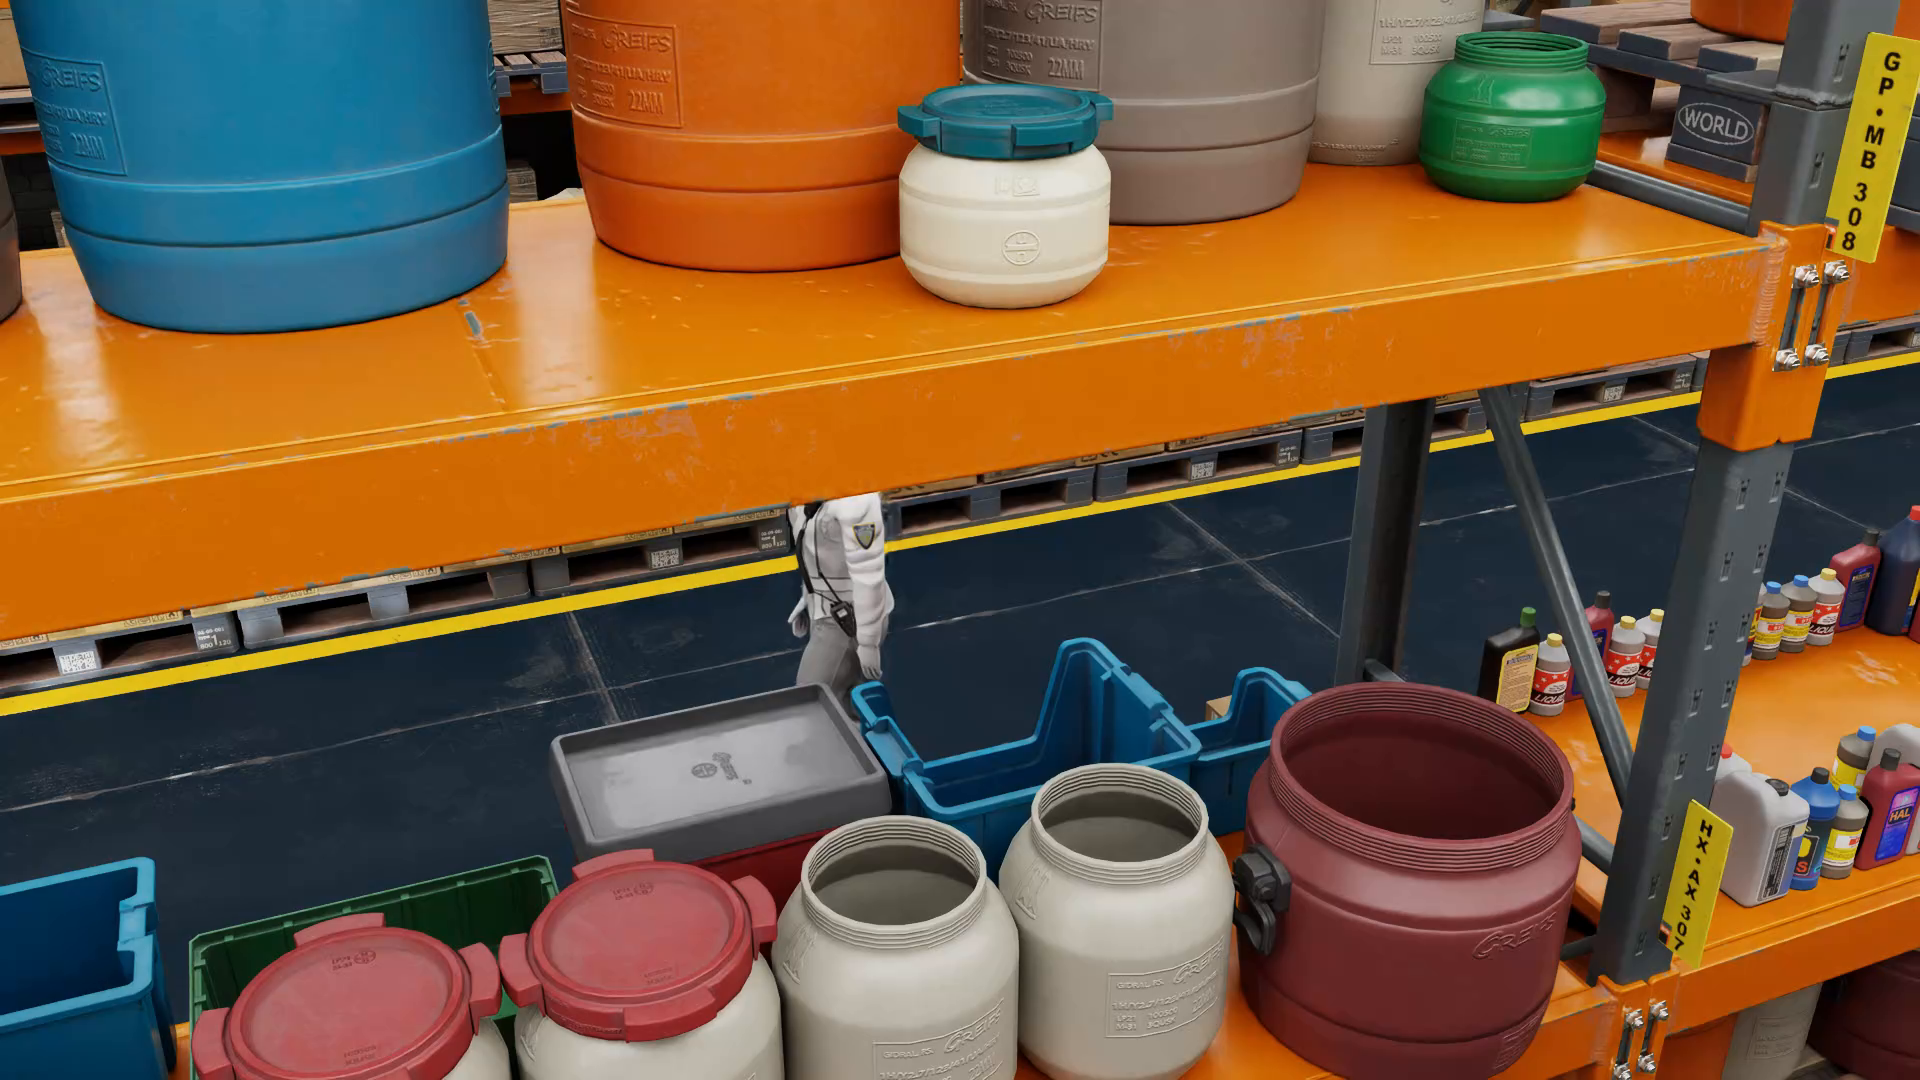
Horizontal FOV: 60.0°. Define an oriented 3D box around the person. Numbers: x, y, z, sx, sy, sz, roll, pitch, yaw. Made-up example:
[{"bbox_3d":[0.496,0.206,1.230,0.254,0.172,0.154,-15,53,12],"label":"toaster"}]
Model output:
[{"bbox_3d":[-0.392,0.253,5.517,0.424,1.687,0.492,-5,27,-11],"label":"person"}]
